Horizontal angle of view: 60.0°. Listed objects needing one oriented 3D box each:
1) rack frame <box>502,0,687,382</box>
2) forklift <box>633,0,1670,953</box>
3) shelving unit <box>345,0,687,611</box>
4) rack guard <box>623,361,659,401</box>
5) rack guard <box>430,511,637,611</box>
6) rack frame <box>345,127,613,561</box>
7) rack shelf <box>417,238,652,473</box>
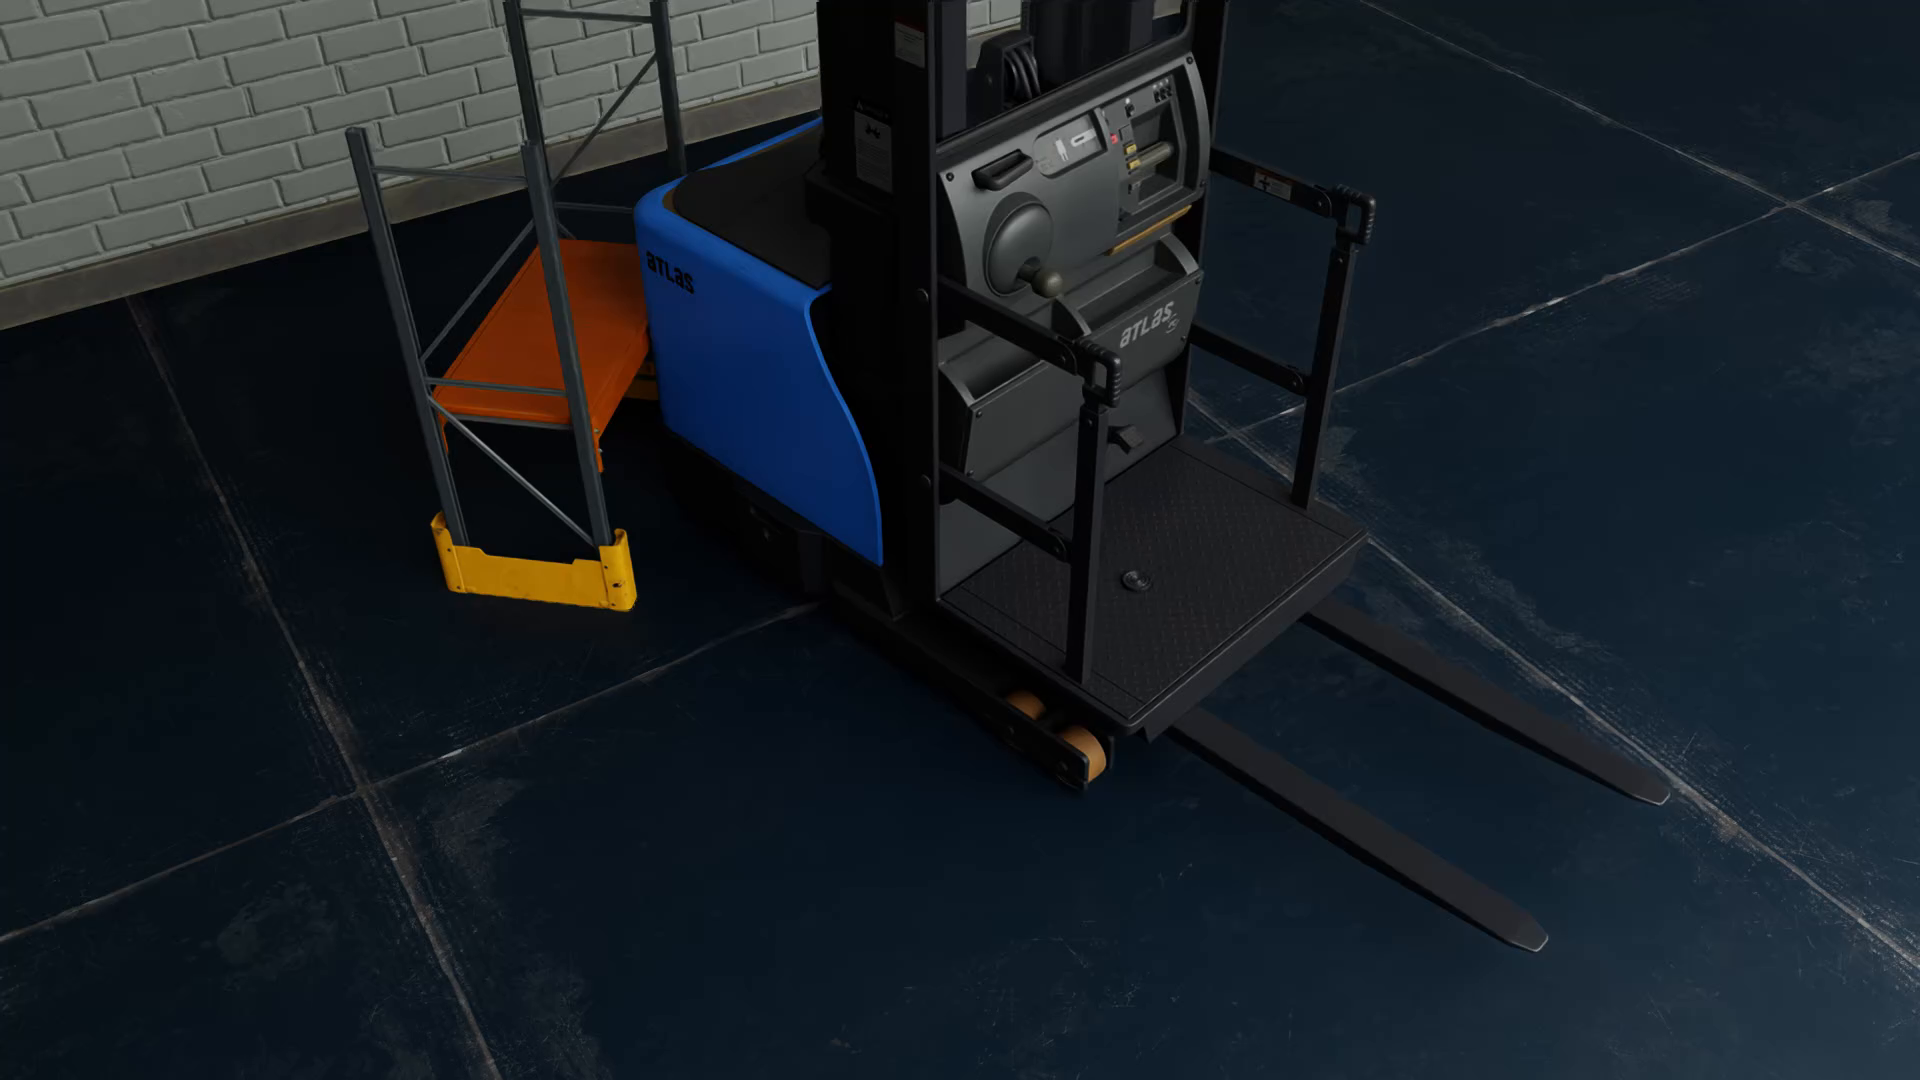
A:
[{"bbox_3d":[-1.107,-1.060,5.349,0.500,1.500,0.032,6,40,7],"label":"rack frame"},{"bbox_3d":[0.454,-0.844,3.974,3.031,2.935,1.130,32,49,32],"label":"forklift"},{"bbox_3d":[-1.192,-0.733,4.957,0.587,1.500,1.083,6,40,7],"label":"shelving unit"},{"bbox_3d":[-1.109,-0.567,5.734,0.587,0.250,0.087,6,40,7],"label":"rack guard"},{"bbox_3d":[-1.272,0.062,4.979,0.587,0.250,0.087,6,40,7],"label":"rack guard"},{"bbox_3d":[-1.274,-0.418,4.579,0.500,1.500,0.032,6,40,7],"label":"rack frame"},{"bbox_3d":[-1.190,-0.601,5.079,0.538,0.185,1.000,6,40,7],"label":"rack shelf"}]
